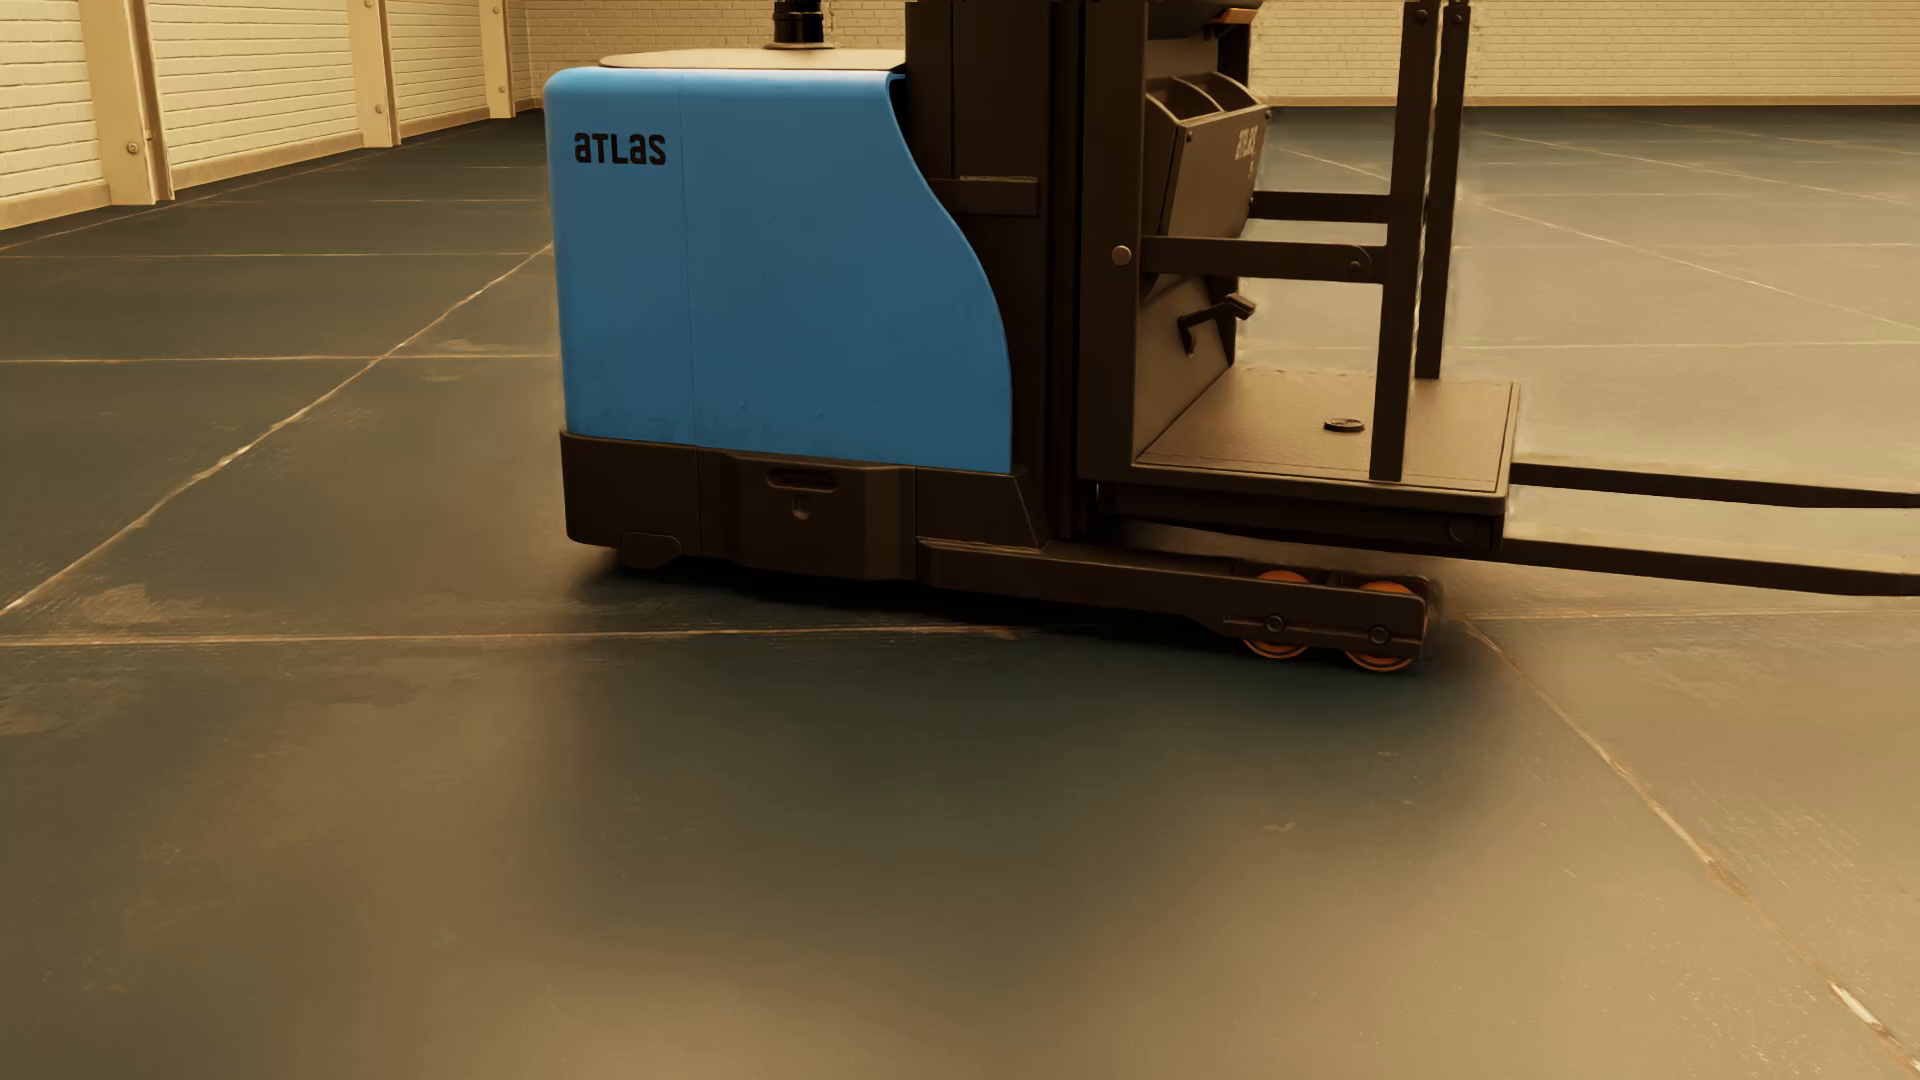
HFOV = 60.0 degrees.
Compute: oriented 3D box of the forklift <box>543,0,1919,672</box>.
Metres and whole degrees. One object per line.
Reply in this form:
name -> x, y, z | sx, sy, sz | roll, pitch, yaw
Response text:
forklift -> 0.694, -1.330, 3.257 | 3.031, 2.935, 1.130 | 6, 18, 18
